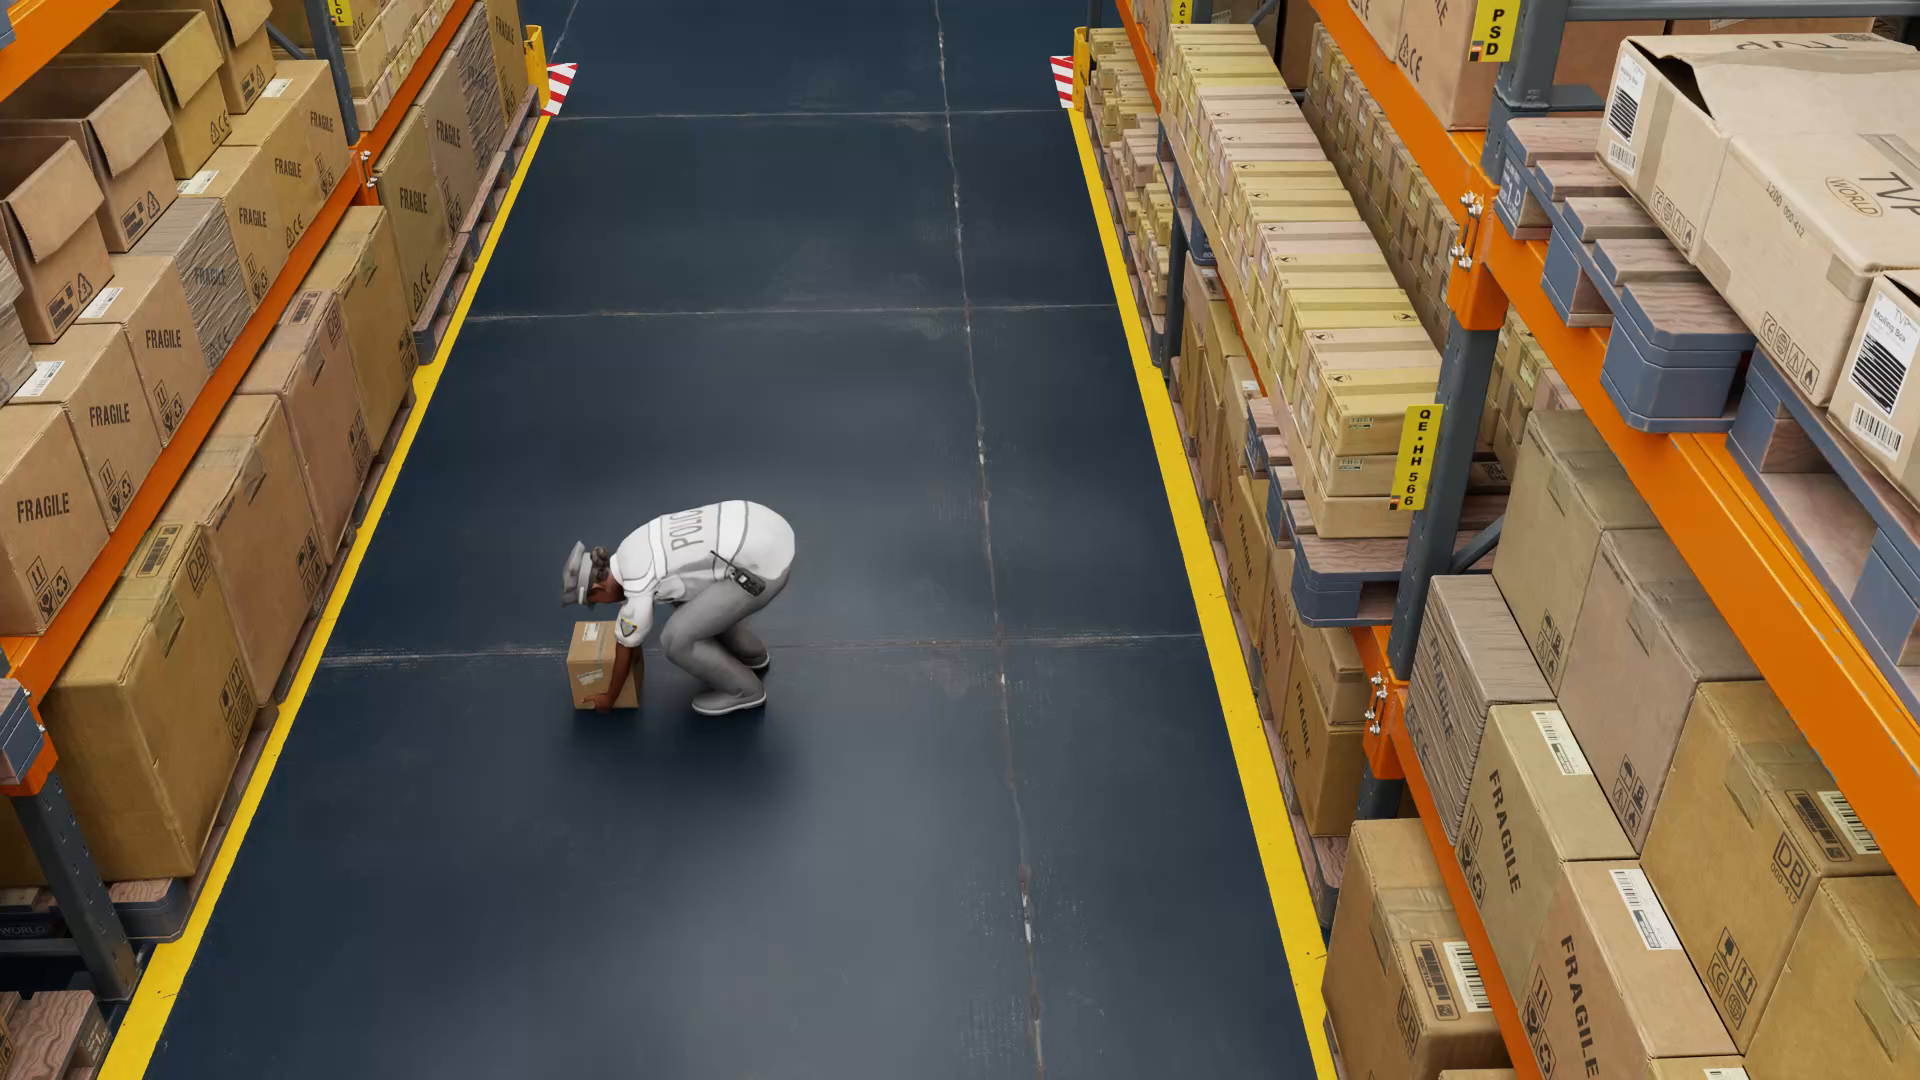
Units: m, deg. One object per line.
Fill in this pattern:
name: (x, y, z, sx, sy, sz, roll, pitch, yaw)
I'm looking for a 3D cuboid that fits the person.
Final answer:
person: (-1.087, 0.269, 6.501, 0.913, 0.842, 0.470, -3, 36, -4)
